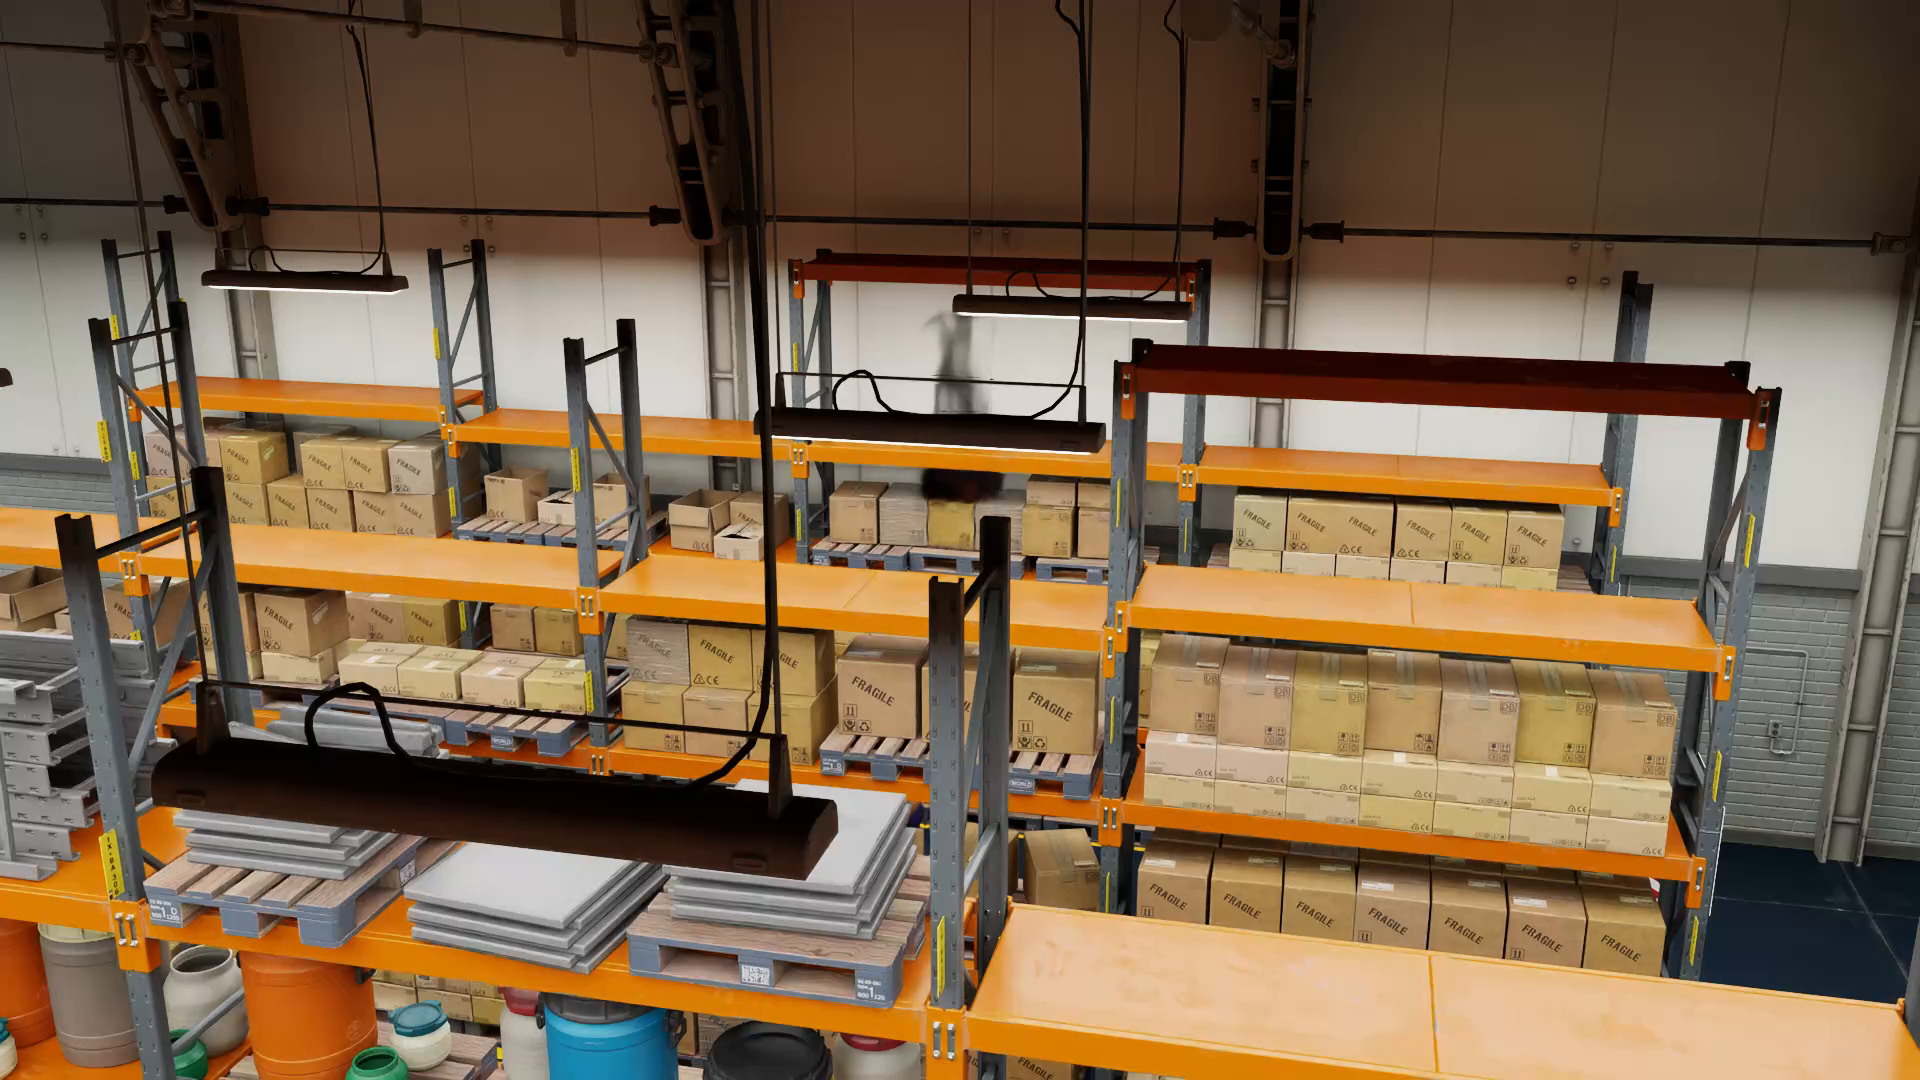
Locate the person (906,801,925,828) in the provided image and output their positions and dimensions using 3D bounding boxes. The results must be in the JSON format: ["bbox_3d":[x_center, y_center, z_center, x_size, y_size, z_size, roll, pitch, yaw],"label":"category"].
[{"bbox_3d":[-0.581,2.740,16.276,0.577,1.525,0.593,3,17,11],"label":"person"}]
